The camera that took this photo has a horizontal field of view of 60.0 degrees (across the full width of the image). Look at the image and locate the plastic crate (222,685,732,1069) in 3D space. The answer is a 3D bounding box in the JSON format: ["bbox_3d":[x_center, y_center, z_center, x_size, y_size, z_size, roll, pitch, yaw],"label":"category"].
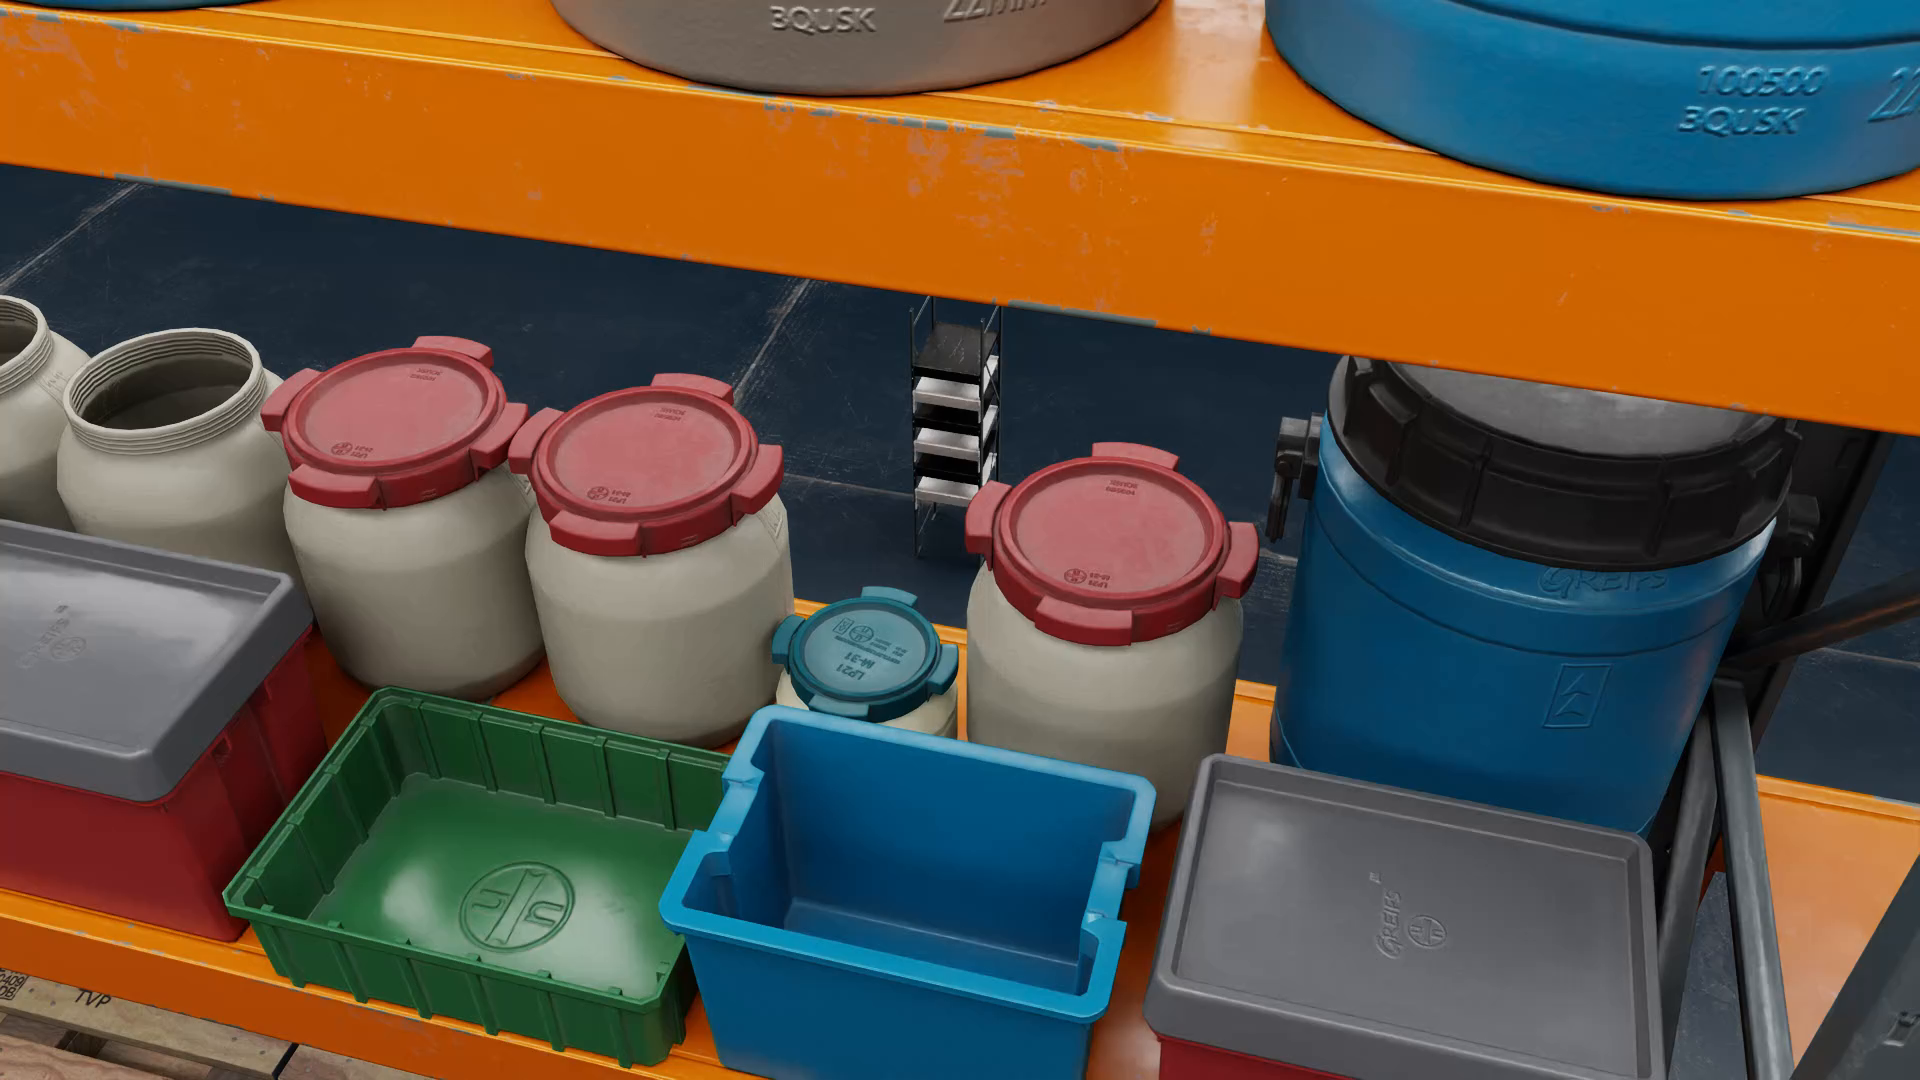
[{"bbox_3d":[-0.667,0.496,2.492,0.662,0.188,0.450,10,41,11],"label":"plastic crate"}]

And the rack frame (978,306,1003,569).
[{"bbox_3d":[0.090,-0.329,4.942,0.006,0.900,0.240,10,41,11],"label":"rack frame"}]

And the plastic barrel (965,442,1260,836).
[{"bbox_3d":[0.221,0.181,2.596,0.433,0.535,0.433,0,40,0],"label":"plastic barrel"}]

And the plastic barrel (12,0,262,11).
[{"bbox_3d":[-0.722,-0.979,1.361,0.708,0.901,0.600,10,41,11],"label":"plastic barrel"}]

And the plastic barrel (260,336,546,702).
[{"bbox_3d":[-0.906,-0.013,2.827,0.433,0.535,0.433,0,40,0],"label":"plastic barrel"}]

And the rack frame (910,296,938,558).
[{"bbox_3d":[-0.106,-0.363,4.982,0.006,0.900,0.240,10,41,11],"label":"rack frame"}]

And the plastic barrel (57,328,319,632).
[{"bbox_3d":[-1.320,-0.071,2.915,0.421,0.512,0.421,0,40,0],"label":"plastic barrel"}]

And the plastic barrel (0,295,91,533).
[{"bbox_3d":[-1.727,-0.141,2.999,0.421,0.512,0.421,0,40,0],"label":"plastic barrel"}]

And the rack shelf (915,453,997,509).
[{"bbox_3d":[-0.008,-0.183,5.099,0.200,0.077,0.258,10,41,11],"label":"rack shelf"}]

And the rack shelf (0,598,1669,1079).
[{"bbox_3d":[-0.844,0.472,2.916,4.000,0.370,1.077,10,41,11],"label":"rack shelf"}]

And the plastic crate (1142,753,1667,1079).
[{"bbox_3d":[0.542,0.614,2.137,0.583,0.464,0.402,10,41,11],"label":"plastic crate"}]

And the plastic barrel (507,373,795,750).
[{"bbox_3d":[-0.488,0.059,2.741,0.433,0.535,0.433,0,40,0],"label":"plastic barrel"}]

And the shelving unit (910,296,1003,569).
[{"bbox_3d":[-0.008,-0.346,4.962,0.210,0.900,0.258,10,41,11],"label":"shelving unit"}]

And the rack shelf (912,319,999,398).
[{"bbox_3d":[-0.008,-0.527,4.810,0.200,0.077,0.258,10,41,11],"label":"rack shelf"}]

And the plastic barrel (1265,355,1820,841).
[{"bbox_3d":[0.794,0.084,2.428,0.708,0.901,0.600,10,41,11],"label":"plastic barrel"}]

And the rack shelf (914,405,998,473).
[{"bbox_3d":[-0.008,-0.320,4.984,0.200,0.077,0.258,10,41,11],"label":"rack shelf"}]

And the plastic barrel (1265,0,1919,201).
[{"bbox_3d":[0.541,-0.762,1.103,0.708,0.901,0.600,10,41,11],"label":"plastic barrel"}]

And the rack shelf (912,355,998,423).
[{"bbox_3d":[-0.008,-0.458,4.868,0.200,0.077,0.258,10,41,11],"label":"rack shelf"}]

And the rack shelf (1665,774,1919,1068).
[{"bbox_3d":[3.021,1.136,2.124,4.000,0.370,1.077,10,41,11],"label":"rack shelf"}]

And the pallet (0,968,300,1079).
[{"bbox_3d":[-2.037,1.084,3.795,1.213,0.211,1.003,10,41,11],"label":"pallet"}]

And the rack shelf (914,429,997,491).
[{"bbox_3d":[-0.008,-0.252,5.042,0.200,0.077,0.258,10,41,11],"label":"rack shelf"}]

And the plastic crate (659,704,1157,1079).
[{"bbox_3d":[-0.058,0.545,2.282,0.575,0.384,0.392,10,41,11],"label":"plastic crate"}]

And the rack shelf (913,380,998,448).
[{"bbox_3d":[-0.008,-0.389,4.926,0.200,0.077,0.258,10,41,11],"label":"rack shelf"}]

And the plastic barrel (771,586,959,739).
[{"bbox_3d":[-0.150,0.266,2.708,0.301,0.262,0.301,0,40,0],"label":"plastic barrel"}]

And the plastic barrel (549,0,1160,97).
[{"bbox_3d":[-0.091,-0.871,1.232,0.600,0.901,0.600,0,40,0],"label":"plastic barrel"}]

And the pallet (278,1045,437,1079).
[{"bbox_3d":[-0.862,1.288,3.552,1.213,0.211,1.003,10,41,11],"label":"pallet"}]

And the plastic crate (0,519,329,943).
[{"bbox_3d":[-1.294,0.298,2.513,0.583,0.464,0.402,10,41,11],"label":"plastic crate"}]
